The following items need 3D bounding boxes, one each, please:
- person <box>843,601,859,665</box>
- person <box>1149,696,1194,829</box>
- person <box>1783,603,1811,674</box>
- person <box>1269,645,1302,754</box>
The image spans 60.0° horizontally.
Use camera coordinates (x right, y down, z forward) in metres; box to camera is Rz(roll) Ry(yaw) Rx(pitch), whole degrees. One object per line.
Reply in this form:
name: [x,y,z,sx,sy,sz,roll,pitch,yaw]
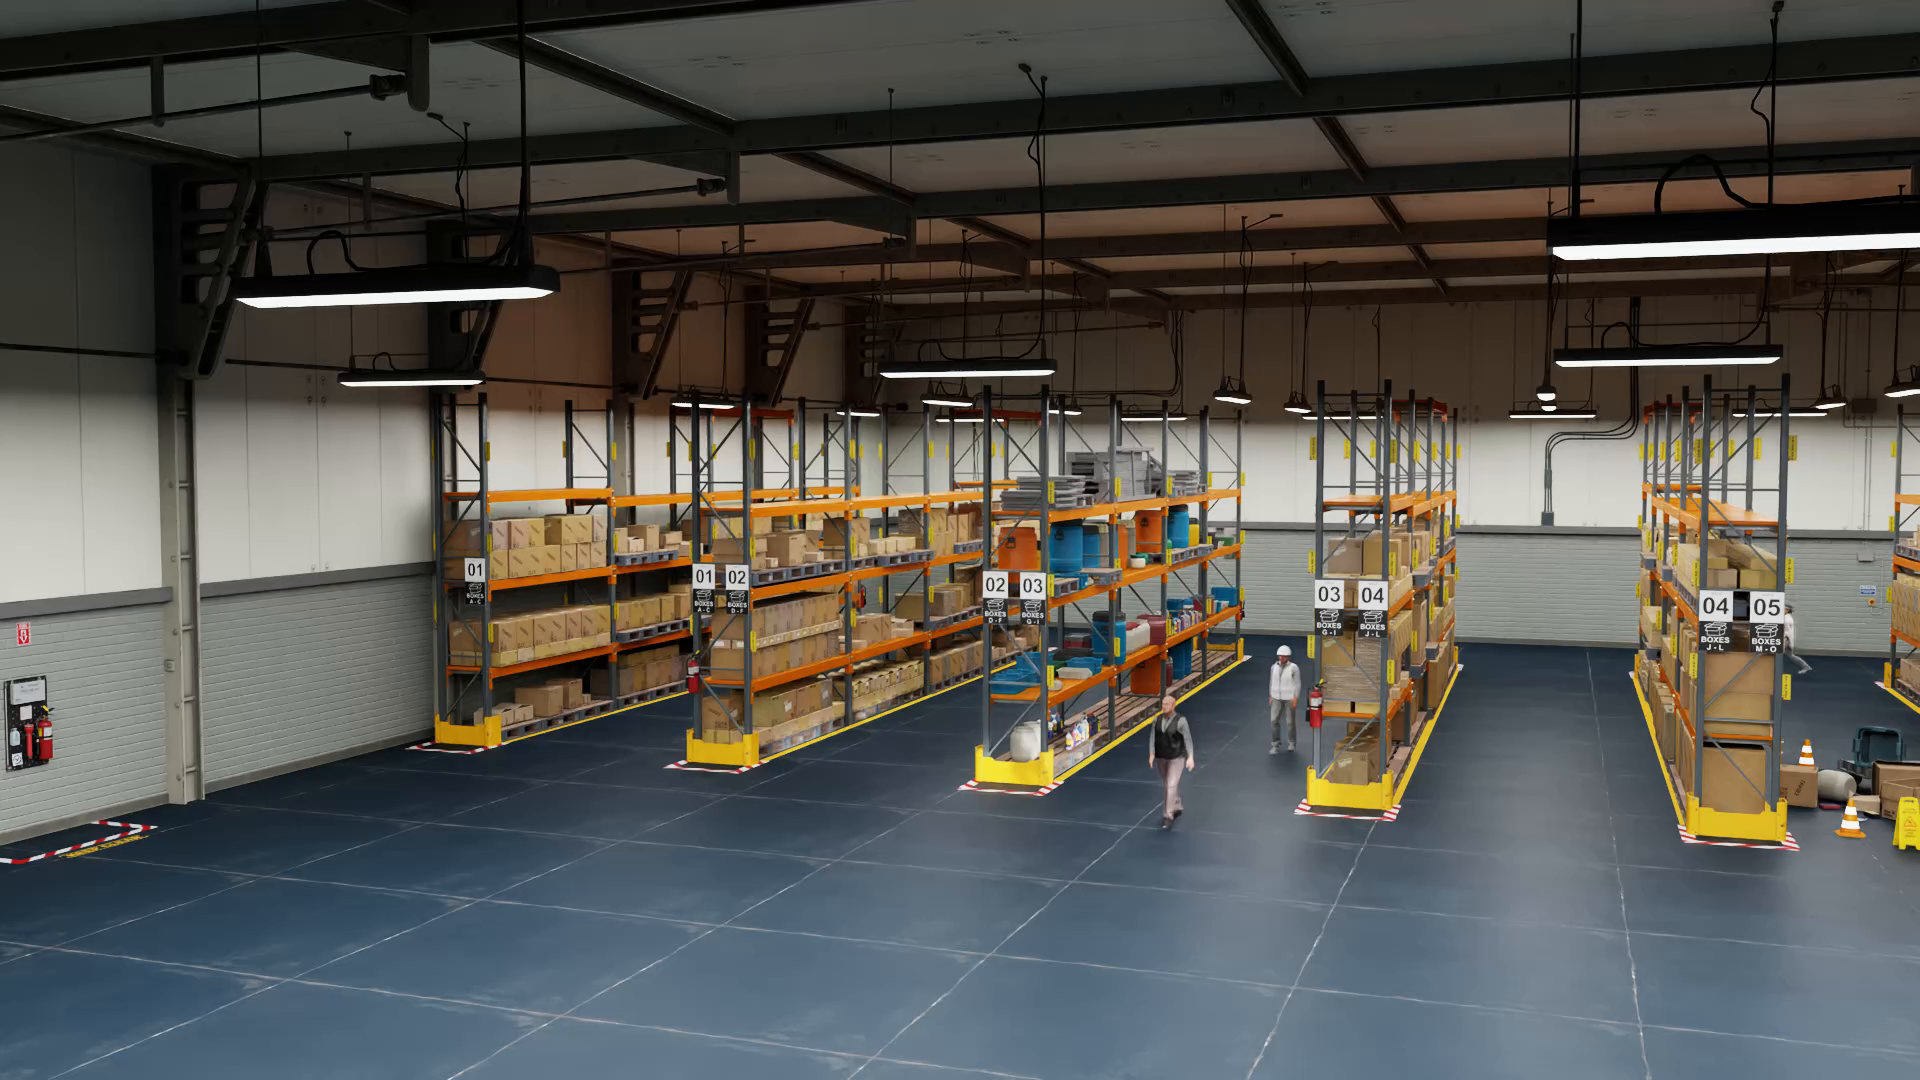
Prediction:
person: [-2.525,2.161,38.432,0.435,1.545,0.919,1,3,12]
person: [2.794,2.945,22.372,0.566,1.689,0.903,3,4,41]
person: [18.352,2.202,36.834,0.970,1.630,0.475,1,3,19]
person: [5.390,2.654,27.668,0.591,1.797,0.632,2,4,36]
